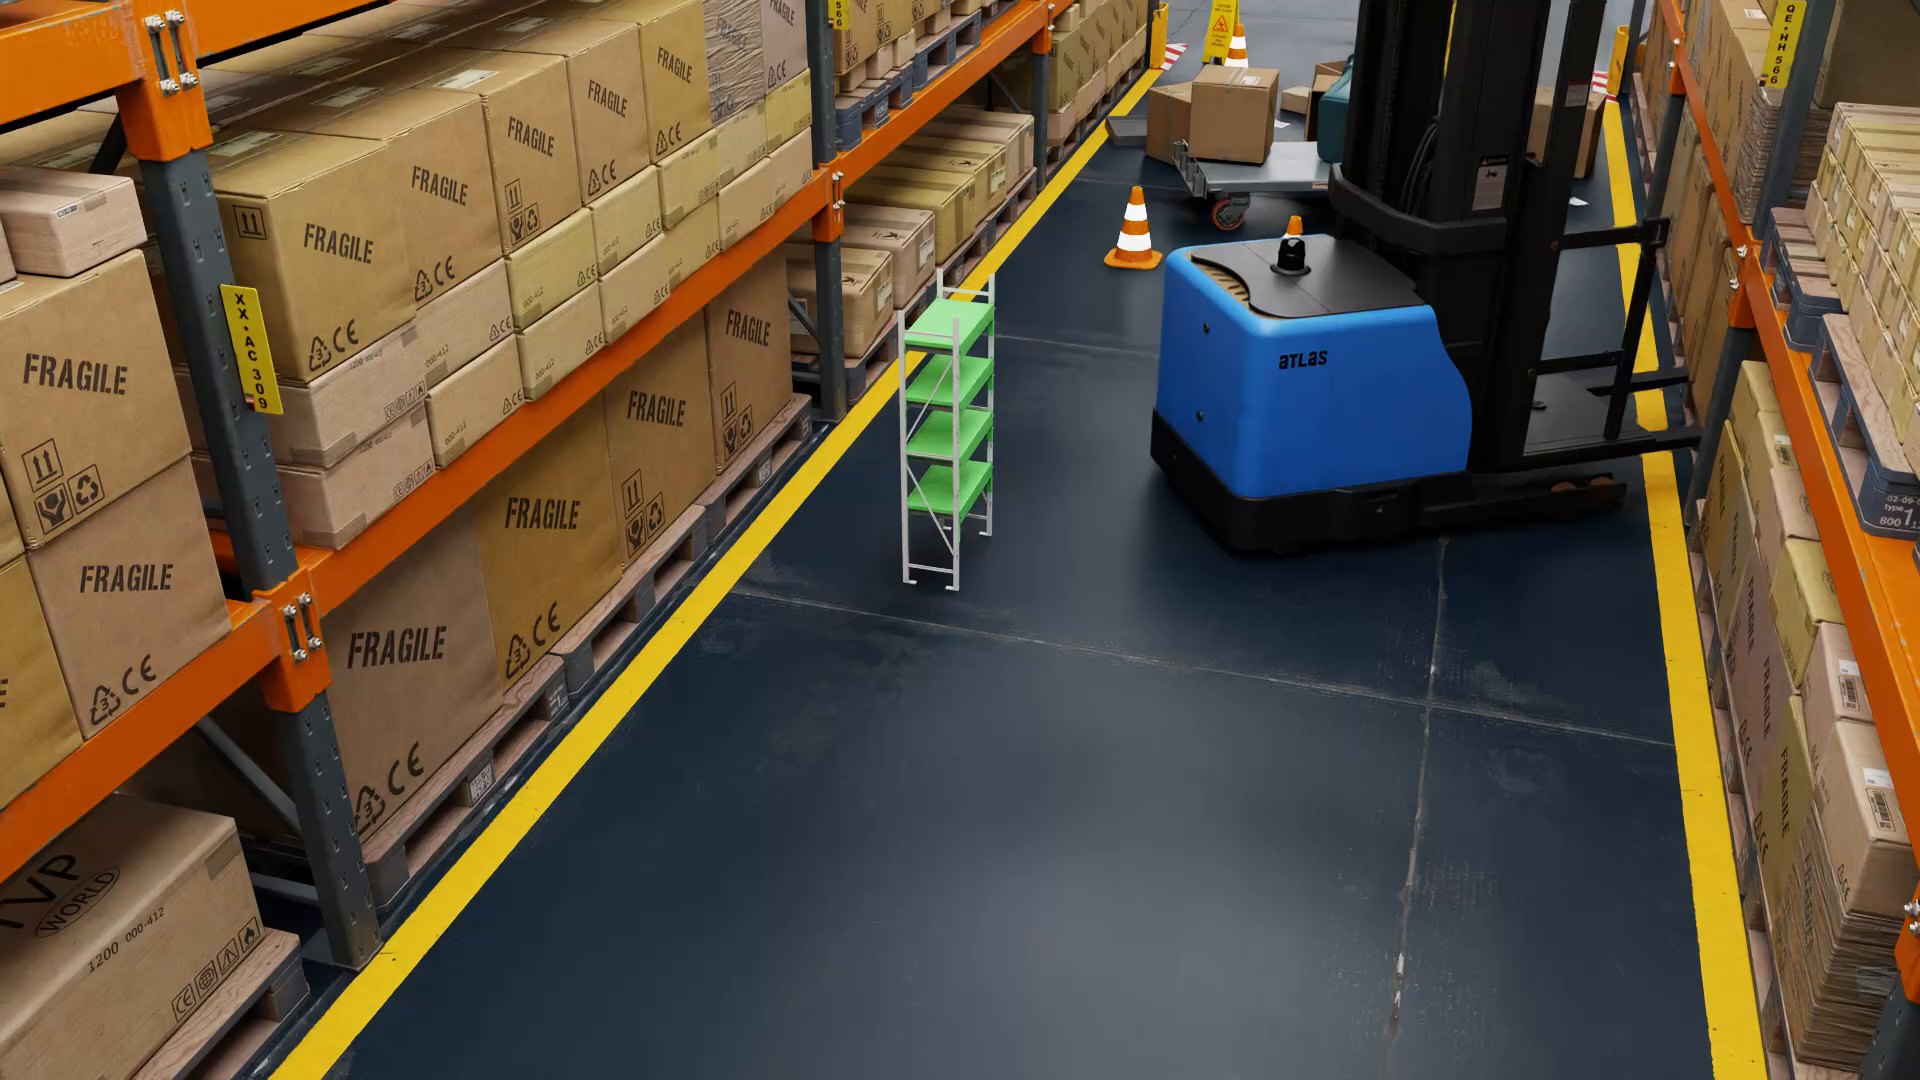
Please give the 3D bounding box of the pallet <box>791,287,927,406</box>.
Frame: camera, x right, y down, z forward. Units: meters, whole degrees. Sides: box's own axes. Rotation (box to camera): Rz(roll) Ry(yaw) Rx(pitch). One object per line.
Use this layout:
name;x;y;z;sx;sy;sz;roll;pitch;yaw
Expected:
pallet;-0.835;-1.125;9.056;1.003;0.211;1.213;8;30;15

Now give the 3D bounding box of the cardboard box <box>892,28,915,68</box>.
cardboard box;-0.452;-2.551;8.577;0.380;0.149;0.250;9;30;15

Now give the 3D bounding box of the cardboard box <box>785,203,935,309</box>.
cardboard box;-0.681;-1.621;9.350;0.950;0.372;0.625;8;30;14

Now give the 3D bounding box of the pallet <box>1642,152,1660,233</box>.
pallet;5.168;-2.304;11.175;1.003;0.211;1.213;8;30;15

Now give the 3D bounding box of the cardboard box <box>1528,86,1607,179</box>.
cardboard box;4.345;-2.957;12.049;0.500;0.500;0.500;14;32;23

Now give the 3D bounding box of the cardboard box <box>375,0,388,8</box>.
cardboard box;-4.196;-4.145;12.984;0.500;0.250;0.500;8;30;14

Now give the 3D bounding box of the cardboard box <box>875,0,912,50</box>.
cardboard box;-0.566;-2.758;8.281;0.500;0.500;0.500;10;31;17

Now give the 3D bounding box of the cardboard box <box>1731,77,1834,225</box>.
cardboard box;3.572;-1.613;6.961;0.500;0.500;0.500;8;30;15

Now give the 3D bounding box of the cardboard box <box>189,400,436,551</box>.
cardboard box;-1.858;-0.223;4.720;0.500;0.250;0.500;8;30;14

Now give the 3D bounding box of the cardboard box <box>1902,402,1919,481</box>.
cardboard box;2.750;-0.232;4.408;0.380;0.149;0.250;7;30;13

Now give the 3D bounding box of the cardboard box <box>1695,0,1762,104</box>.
cardboard box;4.162;-2.552;8.648;0.500;0.500;0.500;8;30;15

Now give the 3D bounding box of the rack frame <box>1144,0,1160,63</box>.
rack frame;1.283;-5.699;14.409;1.000;3.000;0.127;8;30;15

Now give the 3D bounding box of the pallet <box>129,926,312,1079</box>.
pallet;-2.538;1.439;4.447;1.003;0.211;1.213;8;30;15

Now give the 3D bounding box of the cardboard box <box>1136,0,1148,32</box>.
cardboard box;1.297;-4.599;14.057;0.500;0.500;0.500;9;30;15

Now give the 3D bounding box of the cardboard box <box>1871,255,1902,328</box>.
cardboard box;2.986;-0.731;4.998;0.380;0.149;0.250;8;30;14

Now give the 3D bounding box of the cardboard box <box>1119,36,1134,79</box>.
cardboard box;1.143;-4.027;13.800;0.500;0.250;0.500;9;30;15

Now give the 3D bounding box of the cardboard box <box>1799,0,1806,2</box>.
cardboard box;3.985;-2.245;7.068;0.700;0.500;0.500;8;30;14

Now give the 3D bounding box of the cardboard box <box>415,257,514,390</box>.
cardboard box;-1.715;-0.686;5.037;0.500;0.250;0.500;9;30;16

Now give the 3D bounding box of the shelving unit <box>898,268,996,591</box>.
shelving unit;-0.049;-0.447;6.820;0.258;1.200;0.503;8;30;15

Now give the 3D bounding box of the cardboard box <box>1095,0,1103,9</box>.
cardboard box;0.859;-4.083;12.462;0.380;0.149;0.250;10;31;18

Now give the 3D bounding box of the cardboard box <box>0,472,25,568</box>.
cardboard box;-2.271;-0.109;3.230;0.500;0.500;0.500;8;30;14

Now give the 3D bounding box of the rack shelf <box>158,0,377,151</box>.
rack shelf;-1.653;-2.048;5.500;1.077;0.370;4.000;8;30;15

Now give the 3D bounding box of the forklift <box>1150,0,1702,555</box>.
forklift;2.471;-1.608;7.125;3.031;2.935;1.130;-8;30;-14

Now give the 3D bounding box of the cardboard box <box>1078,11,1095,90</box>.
cardboard box;0.686;-3.636;12.325;0.500;0.500;0.500;10;31;17

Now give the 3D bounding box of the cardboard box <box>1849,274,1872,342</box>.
cardboard box;3.061;-0.716;5.279;0.380;0.149;0.250;9;30;17

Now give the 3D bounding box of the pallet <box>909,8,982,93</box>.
pallet;-0.524;-2.823;9.436;1.003;0.211;1.213;8;30;15

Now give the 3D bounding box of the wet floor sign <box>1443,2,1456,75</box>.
wet floor sign;4.160;-4.307;14.328;0.267;0.644;0.232;3;29;6

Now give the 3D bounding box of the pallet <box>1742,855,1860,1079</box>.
pallet;2.749;1.394;4.527;1.003;0.211;1.213;8;30;15

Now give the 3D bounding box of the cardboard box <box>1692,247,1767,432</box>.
cardboard box;3.961;-0.792;7.471;1.050;0.750;0.750;8;30;14

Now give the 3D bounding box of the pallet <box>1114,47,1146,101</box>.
pallet;0.988;-4.072;14.353;1.003;0.211;1.213;8;30;15

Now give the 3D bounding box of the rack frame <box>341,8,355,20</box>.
rack frame;-4.638;-4.546;12.337;1.000;3.000;0.127;8;30;15

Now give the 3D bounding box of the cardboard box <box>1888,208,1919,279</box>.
cardboard box;2.991;-0.857;4.920;0.380;0.149;0.250;9;30;16

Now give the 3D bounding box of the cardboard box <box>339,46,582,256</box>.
cardboard box;-1.563;-1.239;5.261;0.500;0.500;0.500;8;30;14

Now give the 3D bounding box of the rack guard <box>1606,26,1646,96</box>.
rack guard;6.051;-3.958;13.851;1.175;0.500;0.348;8;30;15

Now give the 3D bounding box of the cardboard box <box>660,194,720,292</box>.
cardboard box;-1.264;-1.172;6.426;0.500;0.250;0.500;8;30;14

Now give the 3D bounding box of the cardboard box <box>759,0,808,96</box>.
cardboard box;-0.967;-2.184;6.959;0.500;0.500;0.500;8;30;14

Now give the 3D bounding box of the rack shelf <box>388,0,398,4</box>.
rack shelf;-5.225;-3.303;10.841;1.077;0.370;4.000;8;30;15

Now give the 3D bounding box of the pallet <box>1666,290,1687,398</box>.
pallet;4.360;-1.024;8.873;1.003;0.211;1.213;8;30;15

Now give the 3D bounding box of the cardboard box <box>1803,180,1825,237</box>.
cardboard box;3.372;-1.216;6.177;0.380;0.149;0.250;8;30;14

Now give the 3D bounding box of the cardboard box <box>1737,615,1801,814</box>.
cardboard box;2.804;0.590;5.243;0.500;0.500;0.500;8;30;14

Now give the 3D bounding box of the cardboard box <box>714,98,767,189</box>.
cardboard box;-1.112;-1.634;6.741;0.500;0.250;0.500;8;30;14

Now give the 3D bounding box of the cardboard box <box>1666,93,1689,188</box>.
cardboard box;5.122;-2.718;10.804;0.875;0.875;0.875;9;30;16

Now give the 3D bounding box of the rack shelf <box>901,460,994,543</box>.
rack shelf;-0.049;-0.182;6.968;0.258;0.148;0.480;8;30;15

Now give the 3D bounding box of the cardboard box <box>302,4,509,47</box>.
cardboard box;-1.898;-1.563;5.843;0.500;0.500;0.500;9;30;16

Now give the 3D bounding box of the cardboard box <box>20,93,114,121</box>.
cardboard box;-5.431;-2.426;10.536;0.875;0.625;0.625;9;30;17

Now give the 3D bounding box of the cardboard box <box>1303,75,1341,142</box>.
cardboard box;2.921;-3.054;12.082;0.797;0.637;0.503;8;30;15

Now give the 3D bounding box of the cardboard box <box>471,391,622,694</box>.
cardboard box;-1.876;-0.098;6.094;0.875;0.875;0.875;9;30;16

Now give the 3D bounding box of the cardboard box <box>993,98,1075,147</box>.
cardboard box;0.540;-3.058;12.057;0.500;0.250;0.500;7;30;13

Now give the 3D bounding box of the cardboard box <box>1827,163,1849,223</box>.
cardboard box;3.285;-1.203;5.848;0.380;0.149;0.250;10;31;17

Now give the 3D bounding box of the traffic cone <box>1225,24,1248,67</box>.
traffic cone;2.390;-4.206;14.335;0.336;0.463;0.334;8;30;15

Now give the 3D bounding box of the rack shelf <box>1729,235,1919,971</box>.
rack shelf;3.109;-0.078;5.044;1.077;0.370;4.000;8;30;15

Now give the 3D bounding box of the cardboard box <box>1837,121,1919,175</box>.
cardboard box;3.299;-1.343;5.793;0.380;0.149;0.250;8;30;14

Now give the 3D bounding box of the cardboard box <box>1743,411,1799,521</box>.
cardboard box;3.114;-0.219;5.926;0.500;0.250;0.500;8;30;14

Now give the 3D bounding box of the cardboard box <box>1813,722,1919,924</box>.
cardboard box;2.499;0.736;4.209;0.500;0.250;0.500;8;30;14
